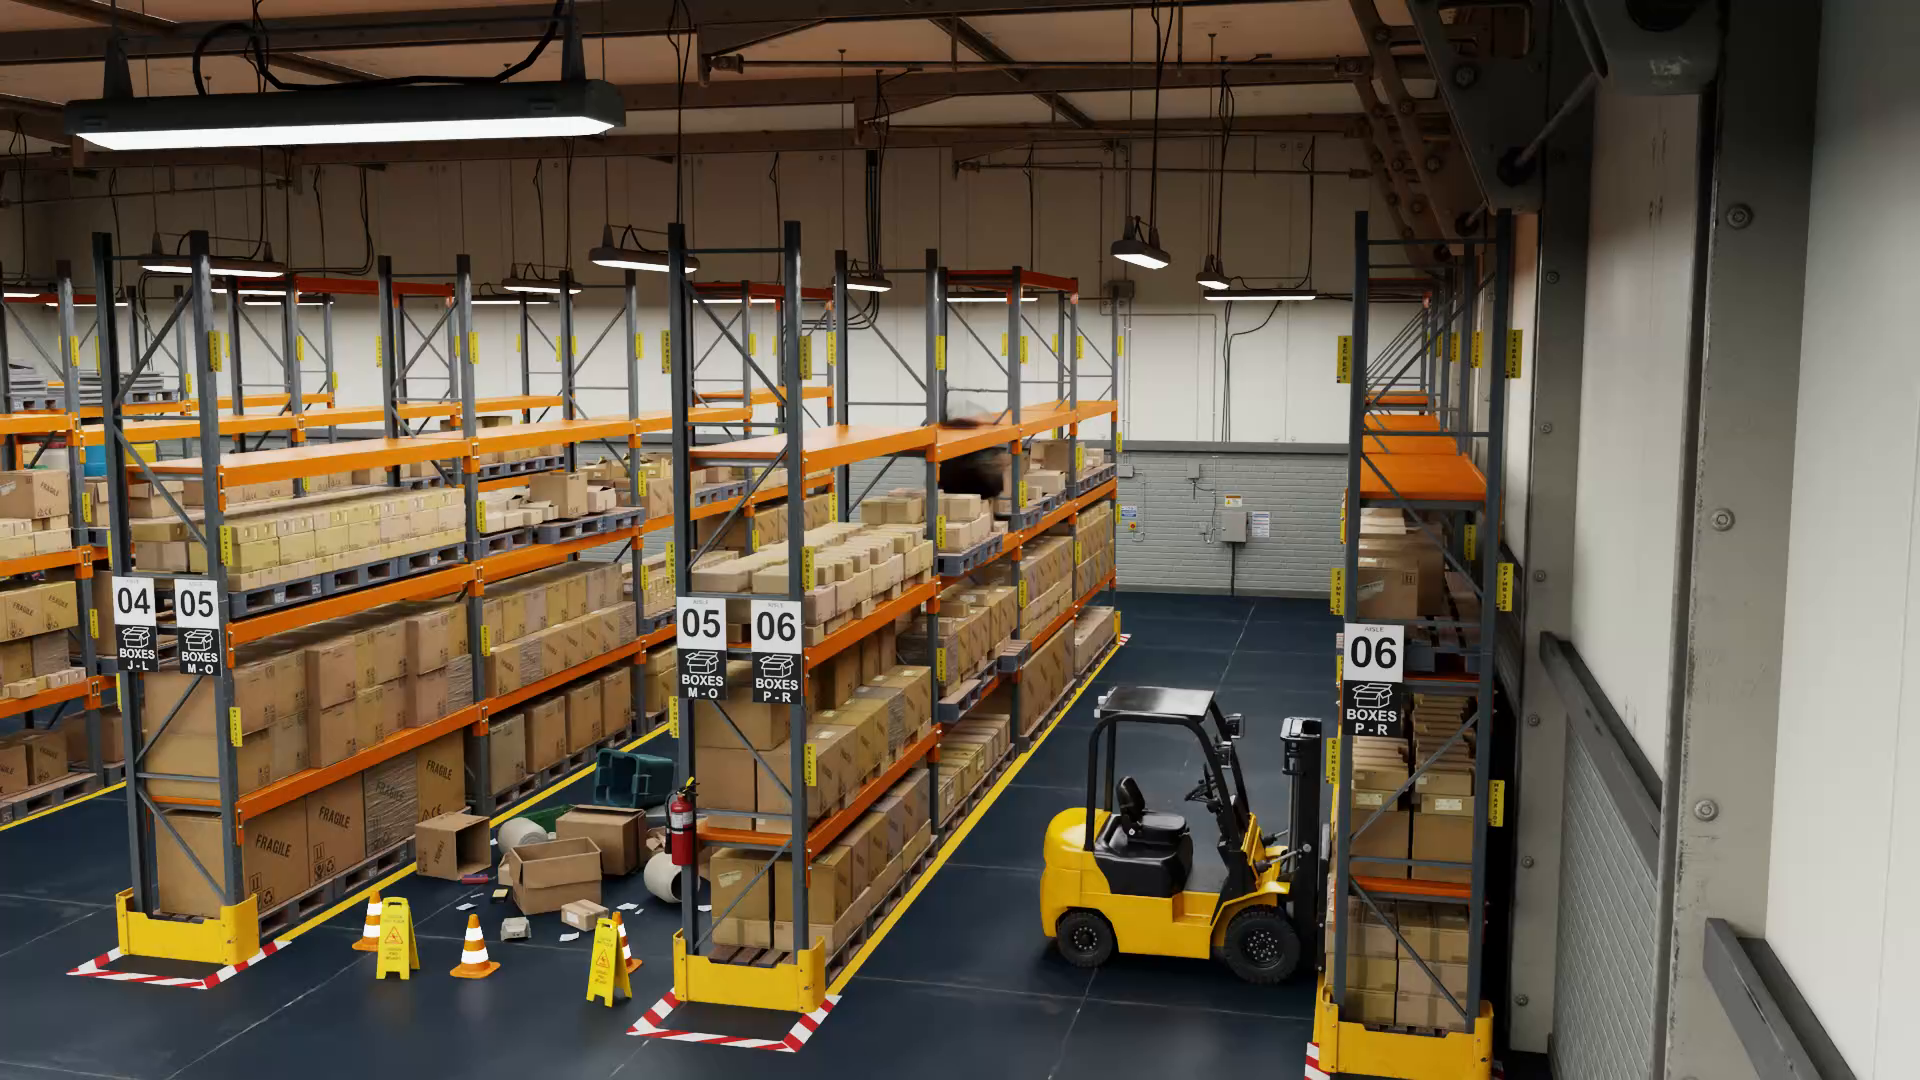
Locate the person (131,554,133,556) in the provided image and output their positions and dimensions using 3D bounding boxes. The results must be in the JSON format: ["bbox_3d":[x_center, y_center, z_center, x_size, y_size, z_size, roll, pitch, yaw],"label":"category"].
[{"bbox_3d":[-15.554,0.523,31.123,0.668,1.745,0.632,0,7,0],"label":"person"}]
